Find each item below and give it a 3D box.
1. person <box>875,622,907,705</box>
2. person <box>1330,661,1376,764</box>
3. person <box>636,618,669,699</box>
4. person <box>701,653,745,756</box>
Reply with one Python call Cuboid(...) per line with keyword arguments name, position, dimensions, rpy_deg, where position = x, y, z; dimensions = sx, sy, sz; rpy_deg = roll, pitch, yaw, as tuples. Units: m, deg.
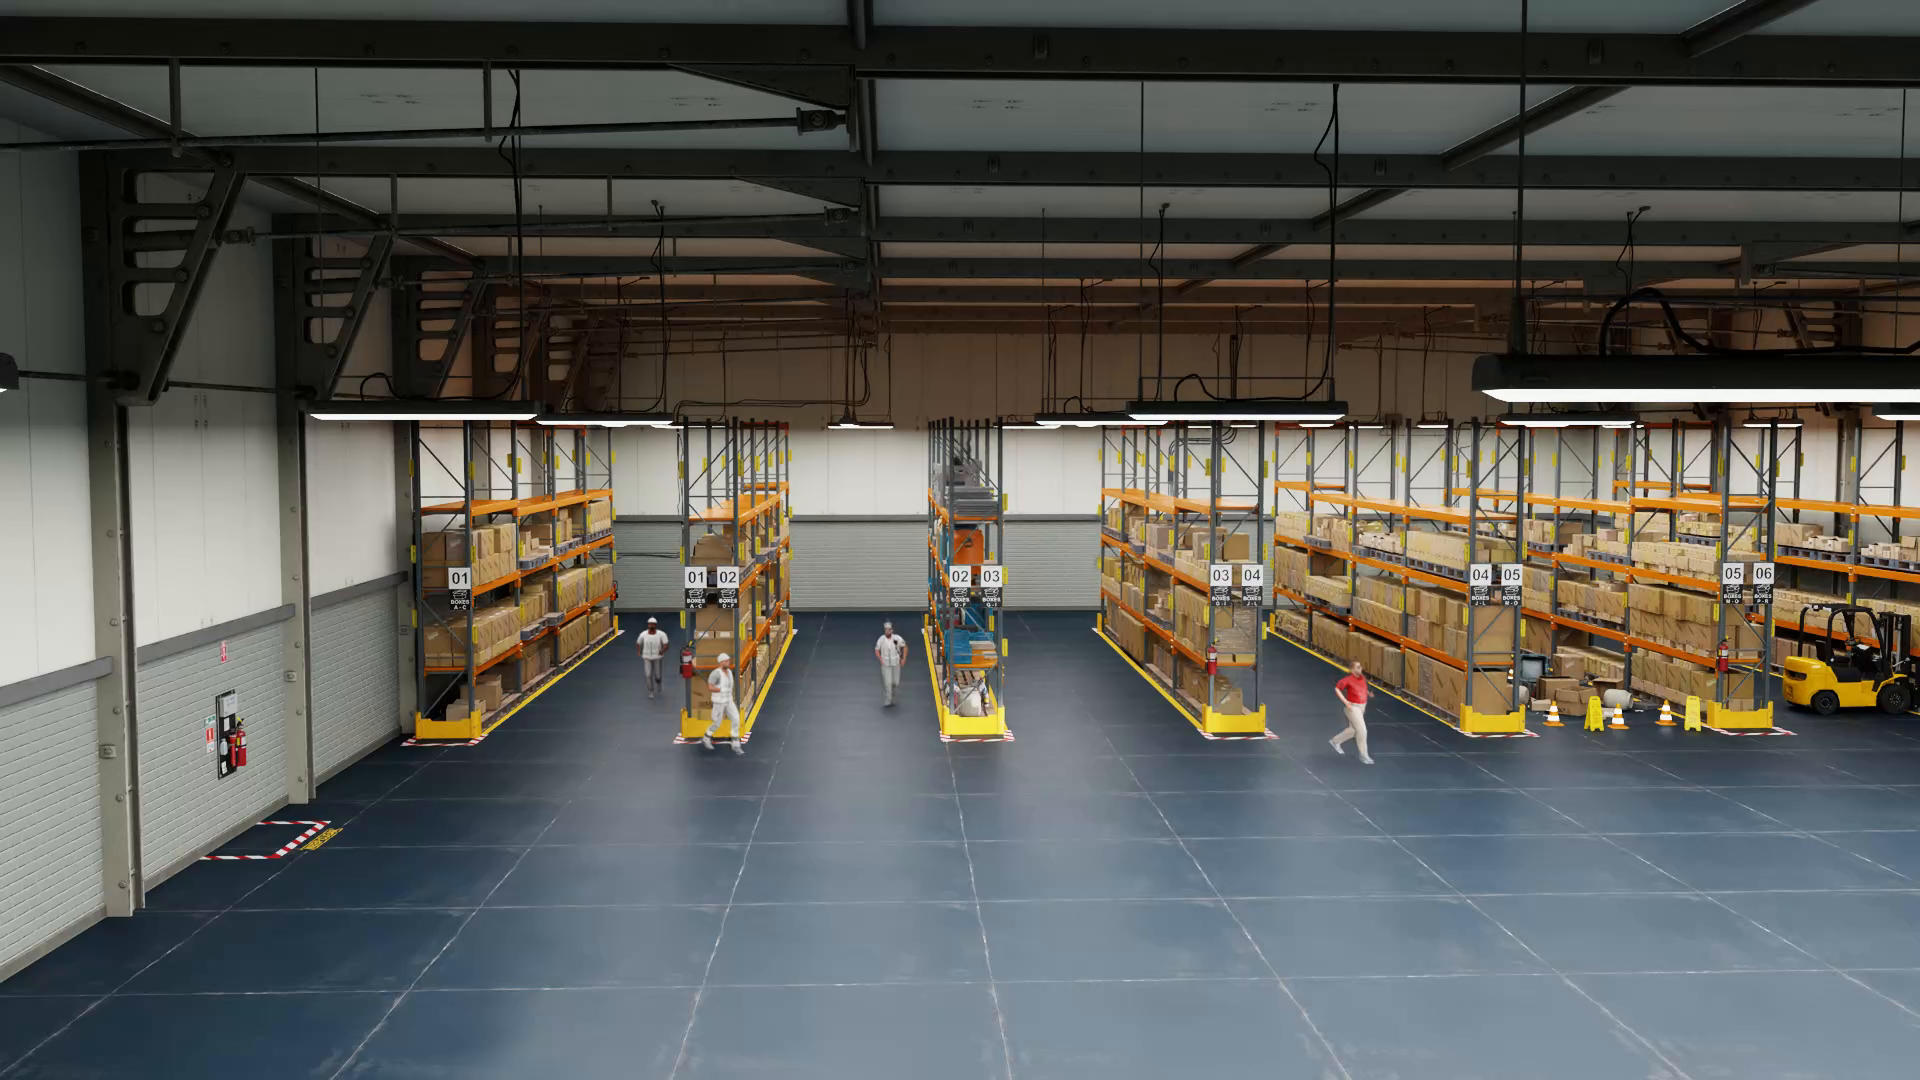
Cuboid(name="person", position=(-1.451, 2.586, 34.868), dimensions=(0.684, 1.749, 0.645), rpy_deg=(0, 4, 2))
Cuboid(name="person", position=(6.863, 2.976, 28.971), dimensions=(0.911, 1.748, 0.647), rpy_deg=(3, 5, 41))
Cuboid(name="person", position=(-6.621, 2.530, 35.771), dimensions=(0.704, 1.721, 0.696), rpy_deg=(0, 4, -5))
Cuboid(name="person", position=(-4.230, 2.901, 29.516), dimensions=(0.943, 1.801, 0.684), rpy_deg=(3, 5, 37))
